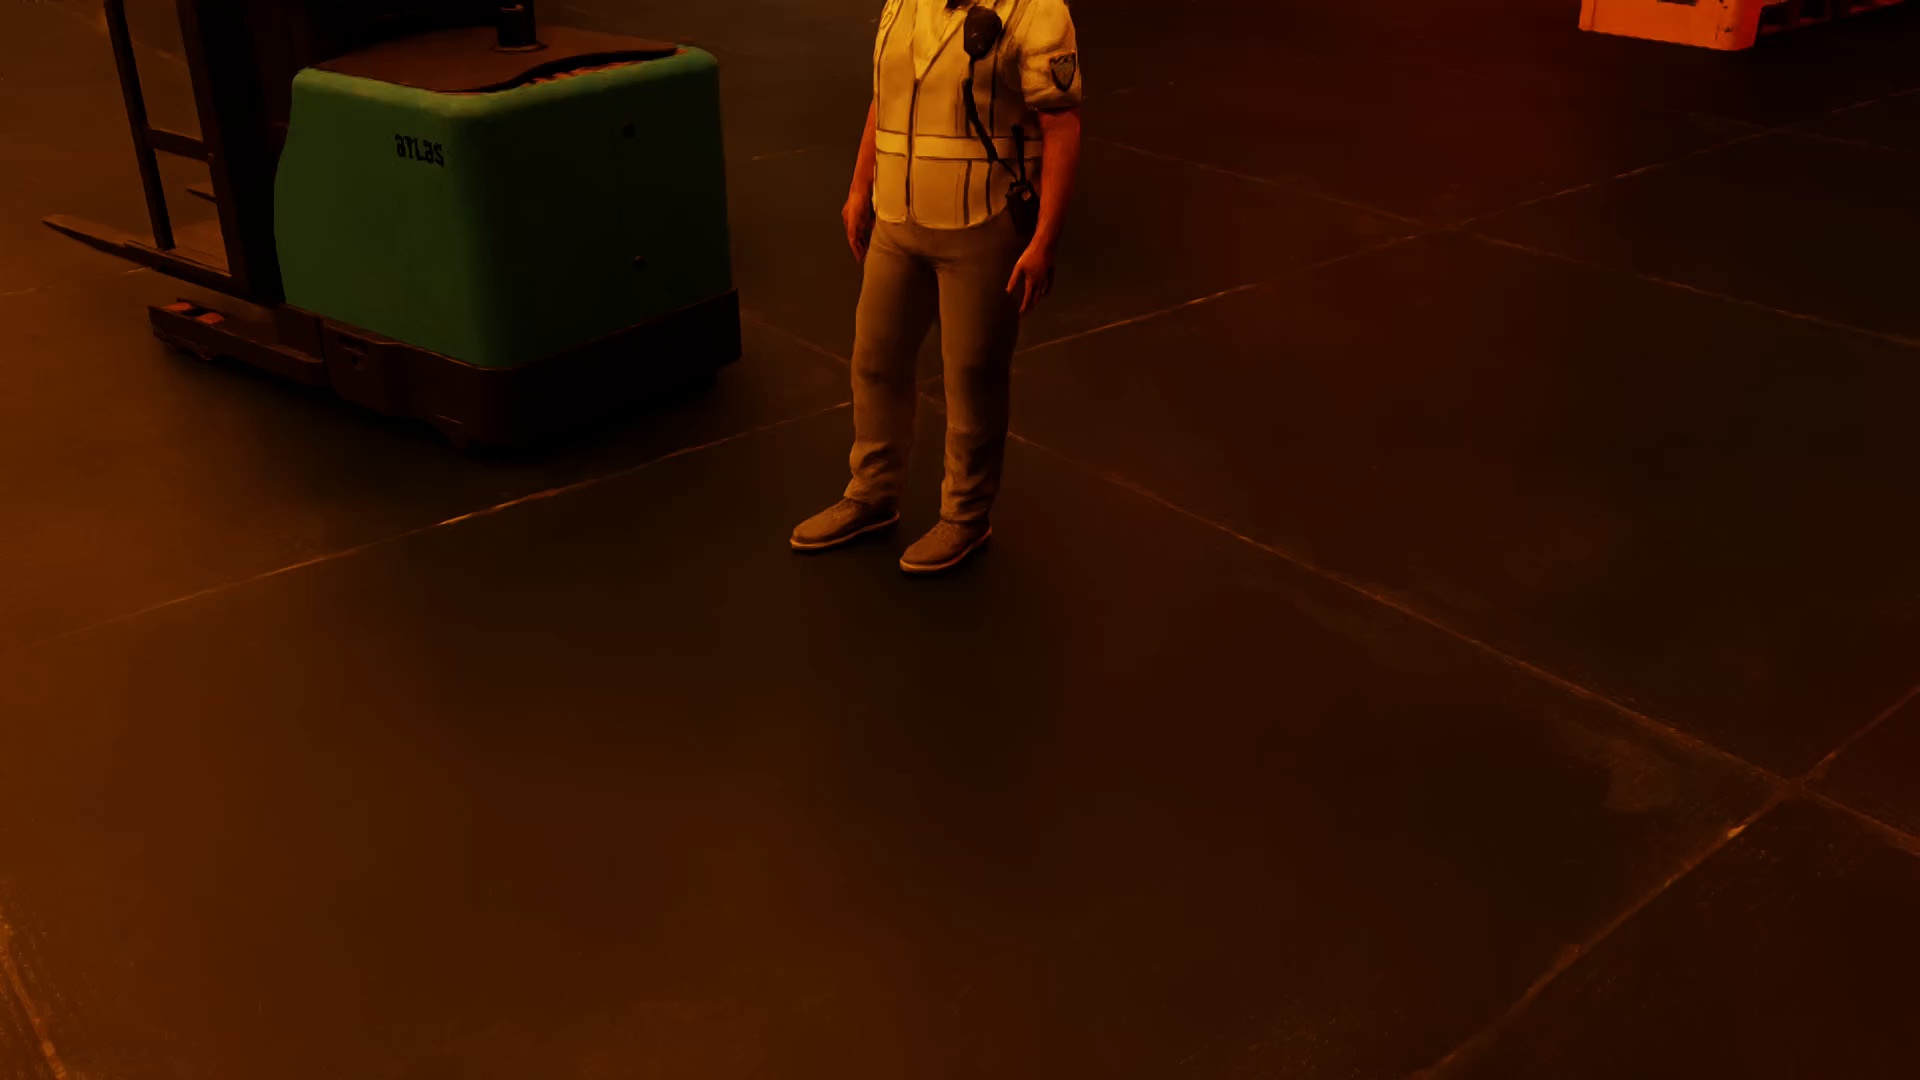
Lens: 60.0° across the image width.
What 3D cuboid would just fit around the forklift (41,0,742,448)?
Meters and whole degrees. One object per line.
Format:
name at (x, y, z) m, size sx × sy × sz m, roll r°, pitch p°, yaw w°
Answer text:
forklift at (-2.216, -2.097, 5.431) m, size 3.031 × 2.935 × 1.130 m, roll 19°, pitch 32°, yaw 33°

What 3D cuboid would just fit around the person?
person at (-0.055, -0.775, 4.065) m, size 0.696 × 1.780 × 0.491 m, roll 18°, pitch 31°, yaw 31°
